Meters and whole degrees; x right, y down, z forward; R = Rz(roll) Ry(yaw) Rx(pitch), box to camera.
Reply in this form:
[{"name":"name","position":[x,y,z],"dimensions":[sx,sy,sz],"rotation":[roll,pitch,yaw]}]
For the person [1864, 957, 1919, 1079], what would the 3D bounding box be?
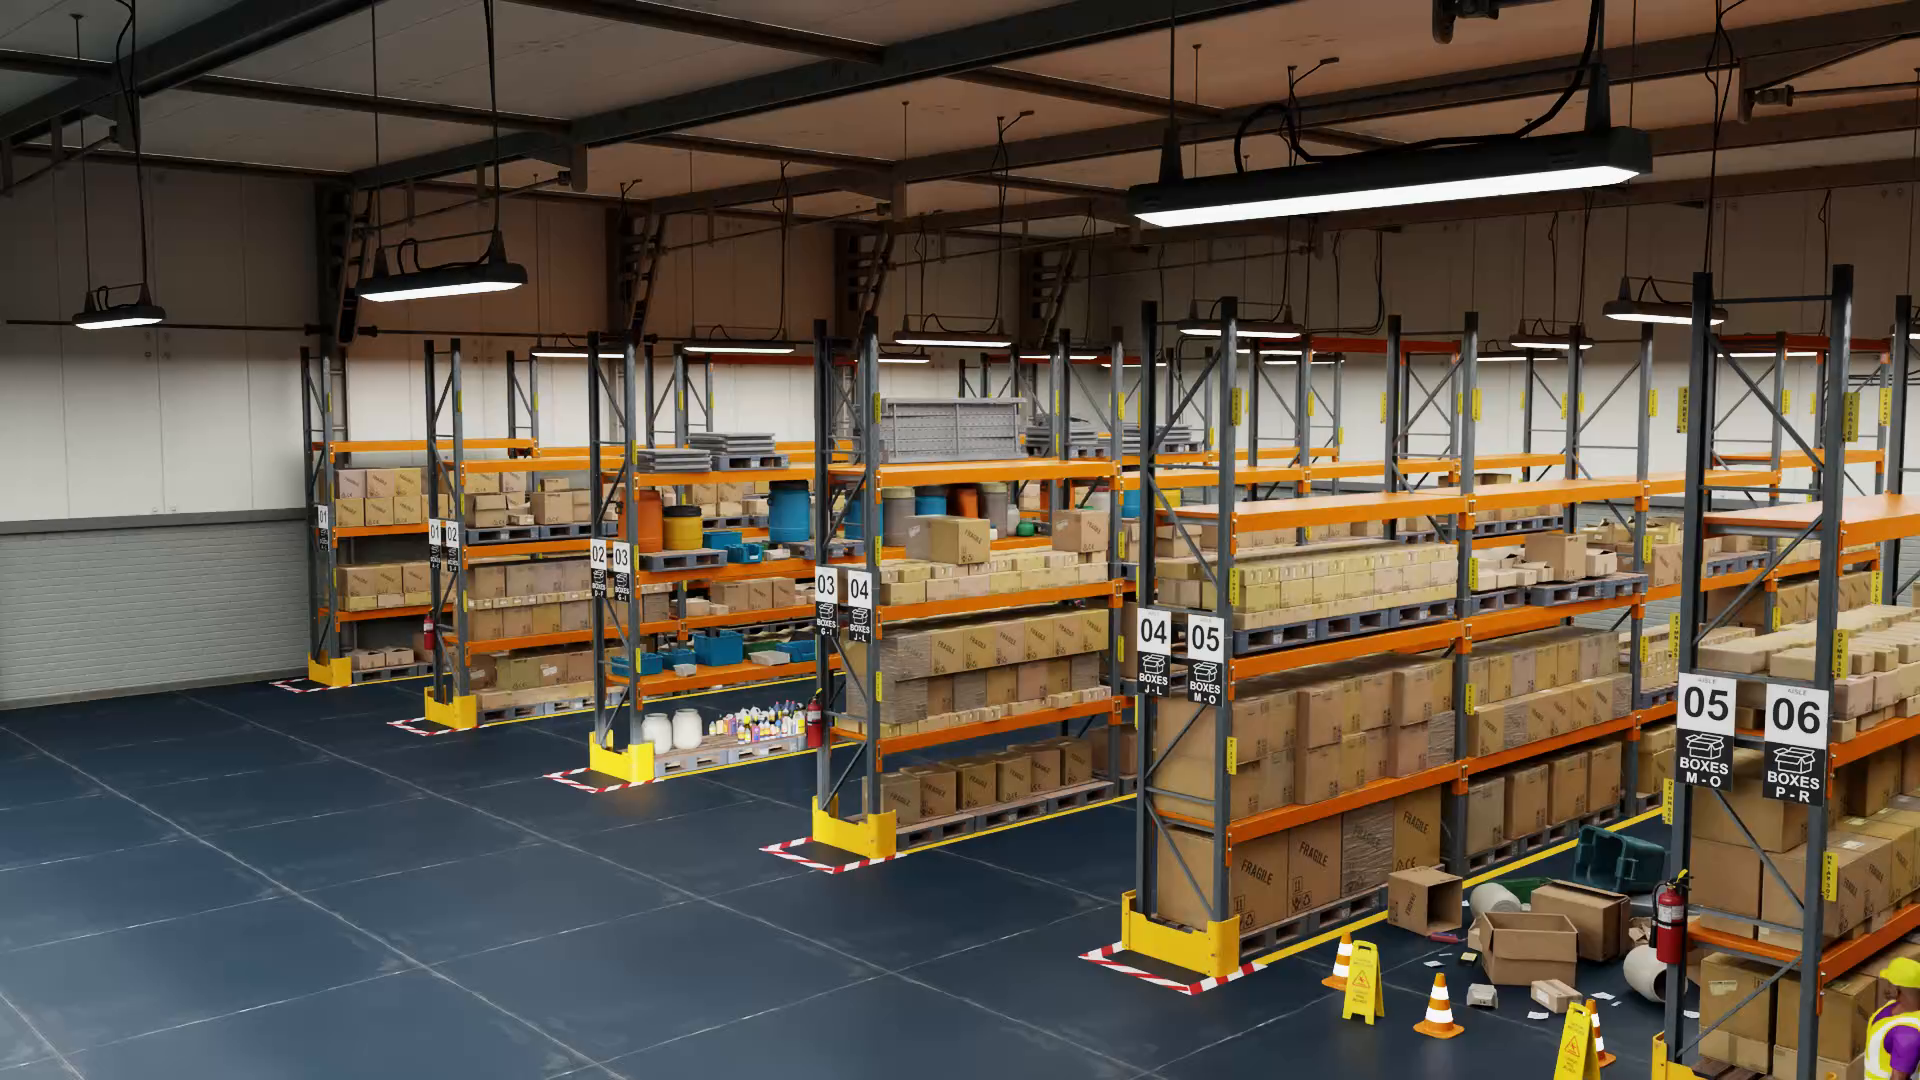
[{"name":"person","position":[5.702,3.405,10.207],"dimensions":[0.442,1.795,0.693],"rotation":[2,5,23]}]
